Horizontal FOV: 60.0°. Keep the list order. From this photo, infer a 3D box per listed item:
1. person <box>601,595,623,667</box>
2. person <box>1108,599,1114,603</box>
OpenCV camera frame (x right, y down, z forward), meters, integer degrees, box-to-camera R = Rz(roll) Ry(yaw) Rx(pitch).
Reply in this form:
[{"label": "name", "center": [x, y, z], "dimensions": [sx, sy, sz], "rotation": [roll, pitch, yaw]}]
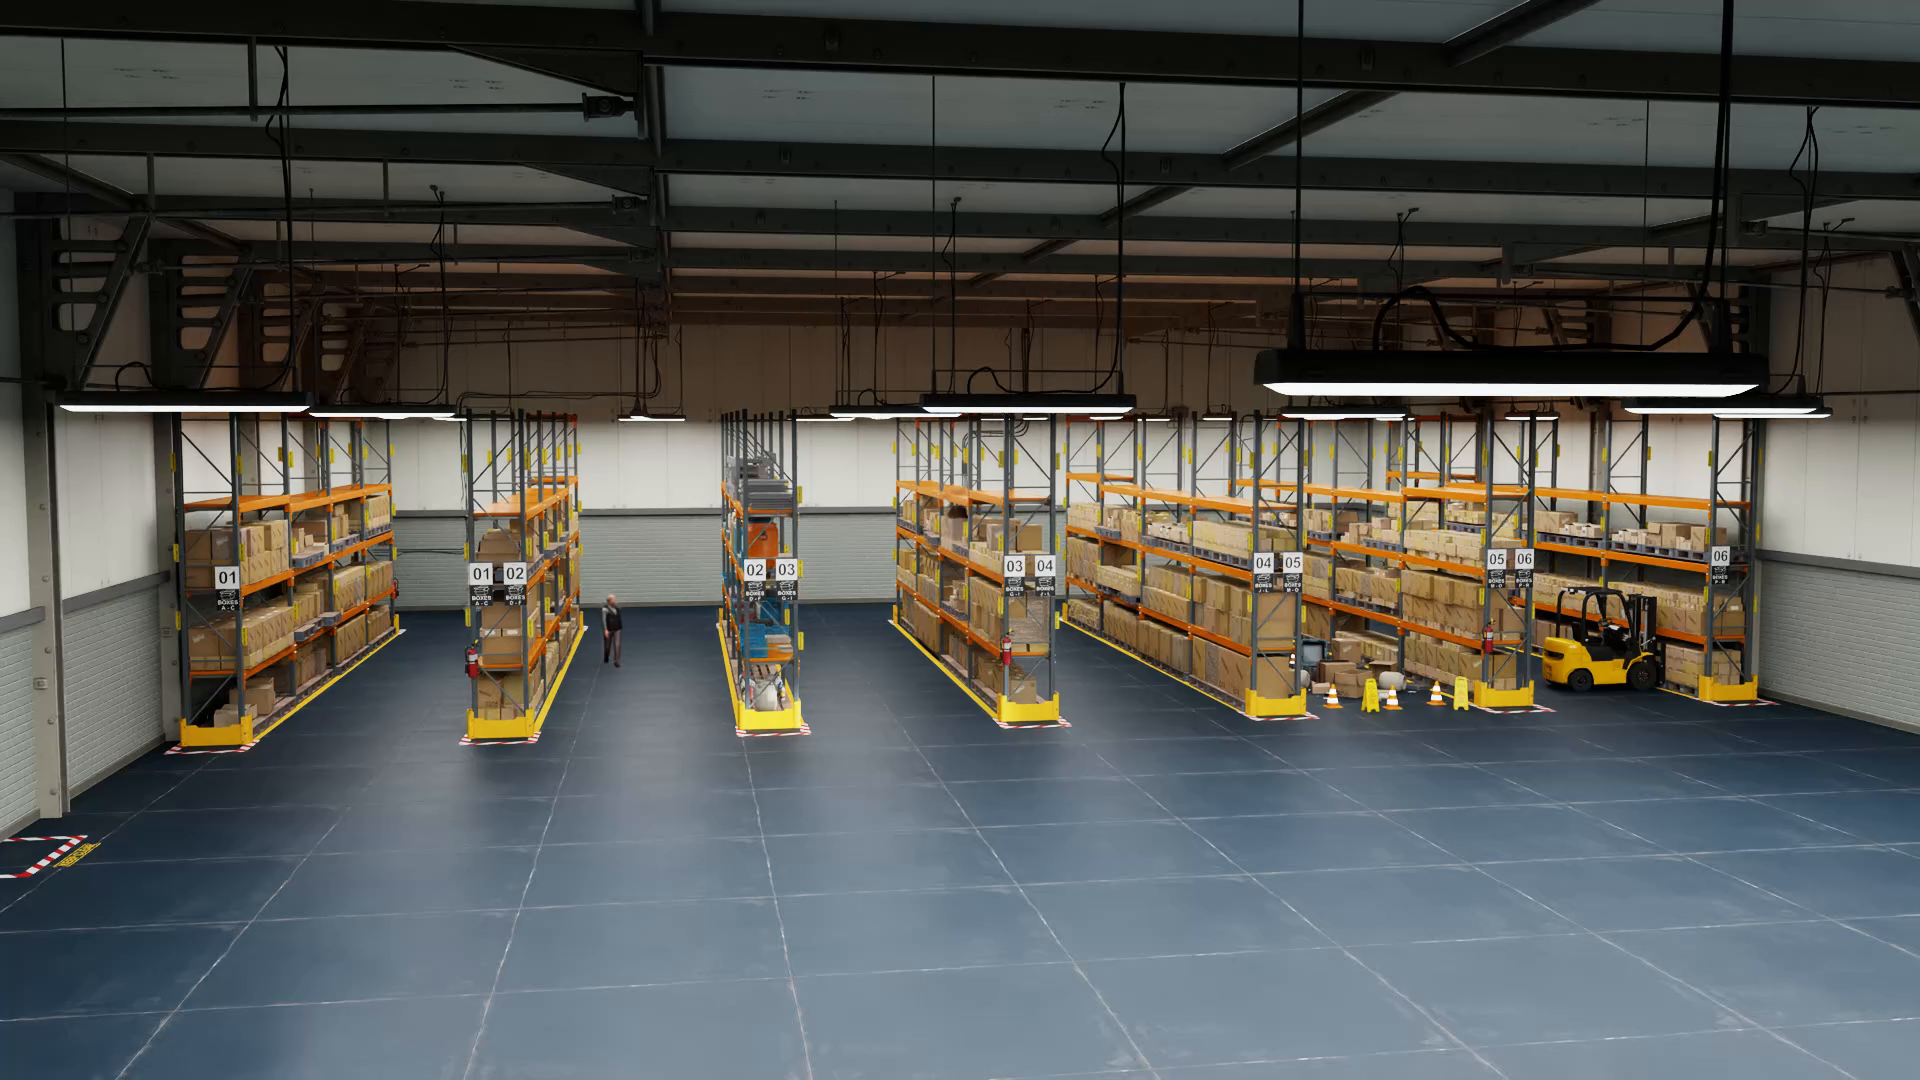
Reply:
[{"label": "person", "center": [-8.211, 2.143, 39.240], "dimensions": [0.498, 1.680, 0.799], "rotation": [-1, 4, -15]}, {"label": "person", "center": [4.833, 1.189, 52.257], "dimensions": [0.630, 1.747, 0.764], "rotation": [4, 5, 42]}]
